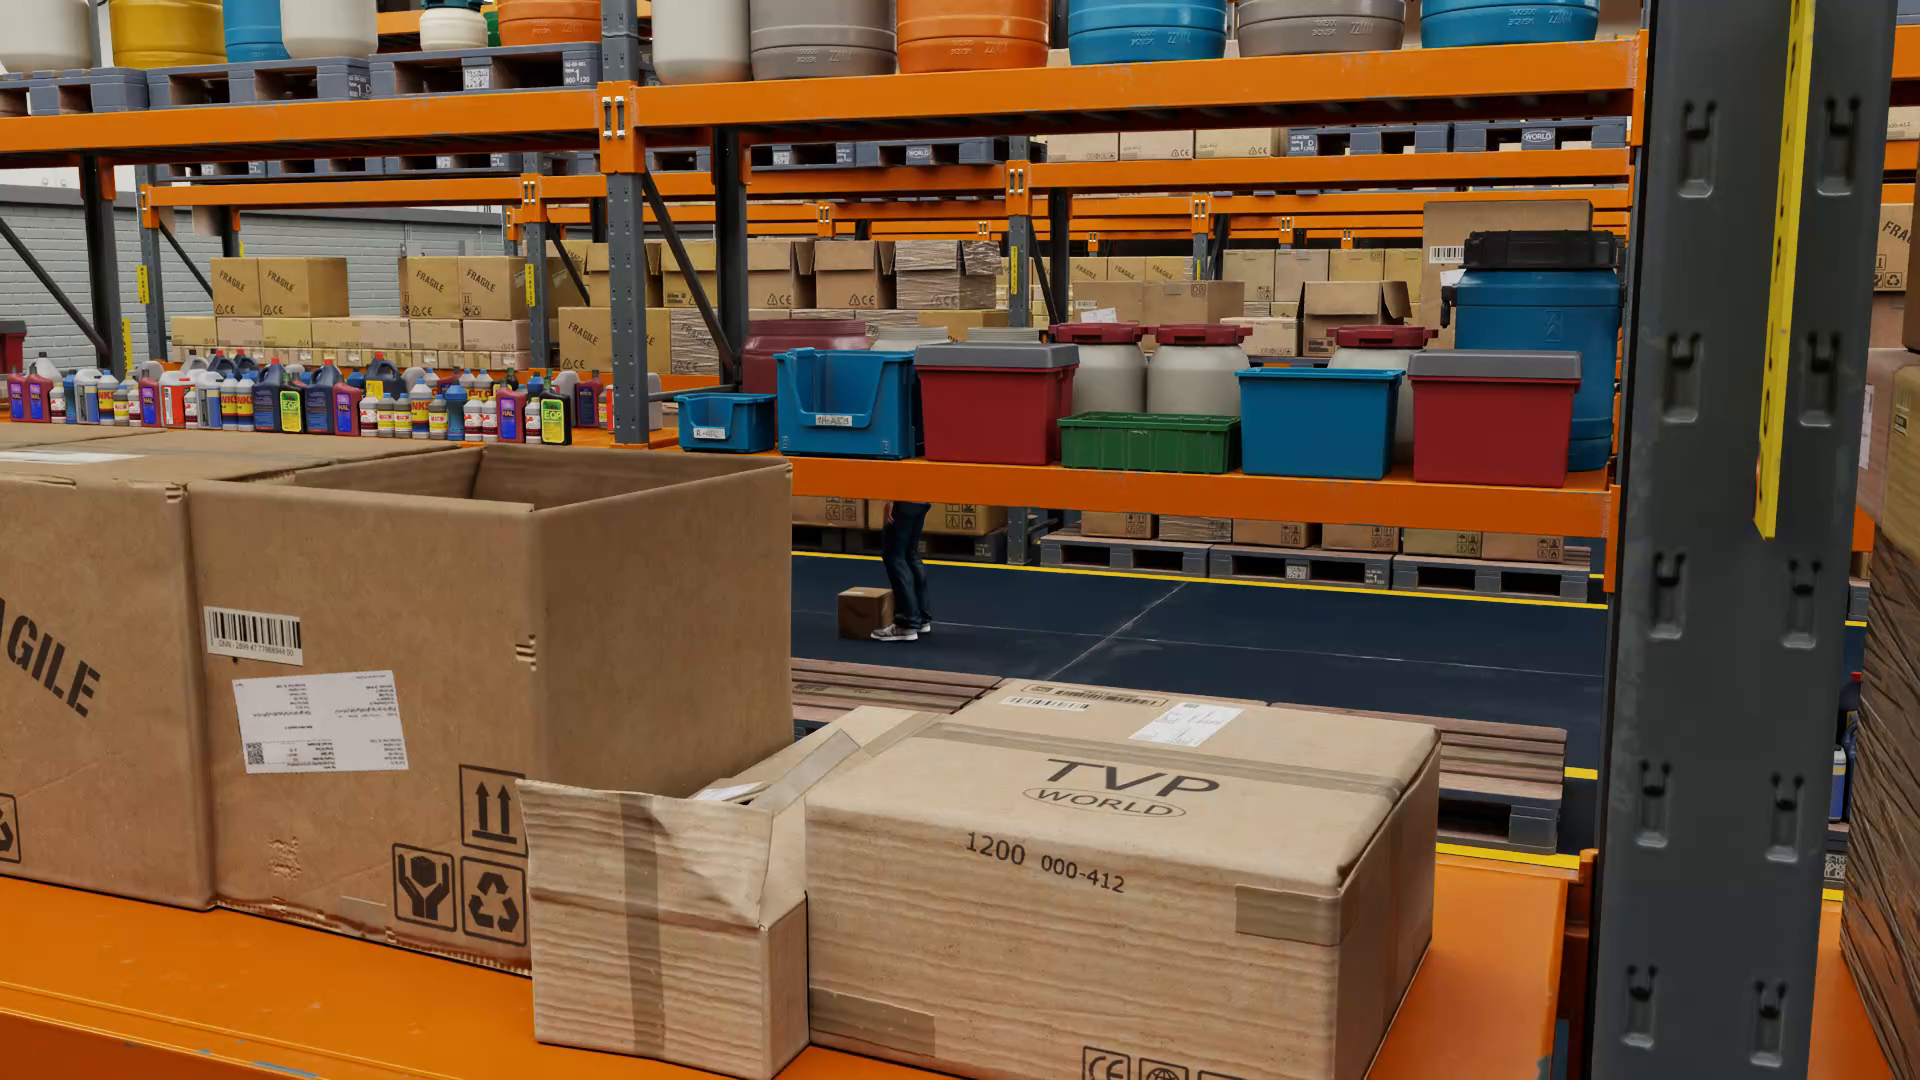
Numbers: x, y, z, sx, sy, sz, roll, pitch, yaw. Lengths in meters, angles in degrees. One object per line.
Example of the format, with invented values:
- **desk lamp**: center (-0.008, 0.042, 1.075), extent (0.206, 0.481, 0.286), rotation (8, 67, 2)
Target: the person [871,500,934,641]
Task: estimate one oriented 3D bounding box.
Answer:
- **person**: center (-0.313, -0.231, 9.367), extent (0.345, 1.592, 0.475), rotation (3, 9, 18)
